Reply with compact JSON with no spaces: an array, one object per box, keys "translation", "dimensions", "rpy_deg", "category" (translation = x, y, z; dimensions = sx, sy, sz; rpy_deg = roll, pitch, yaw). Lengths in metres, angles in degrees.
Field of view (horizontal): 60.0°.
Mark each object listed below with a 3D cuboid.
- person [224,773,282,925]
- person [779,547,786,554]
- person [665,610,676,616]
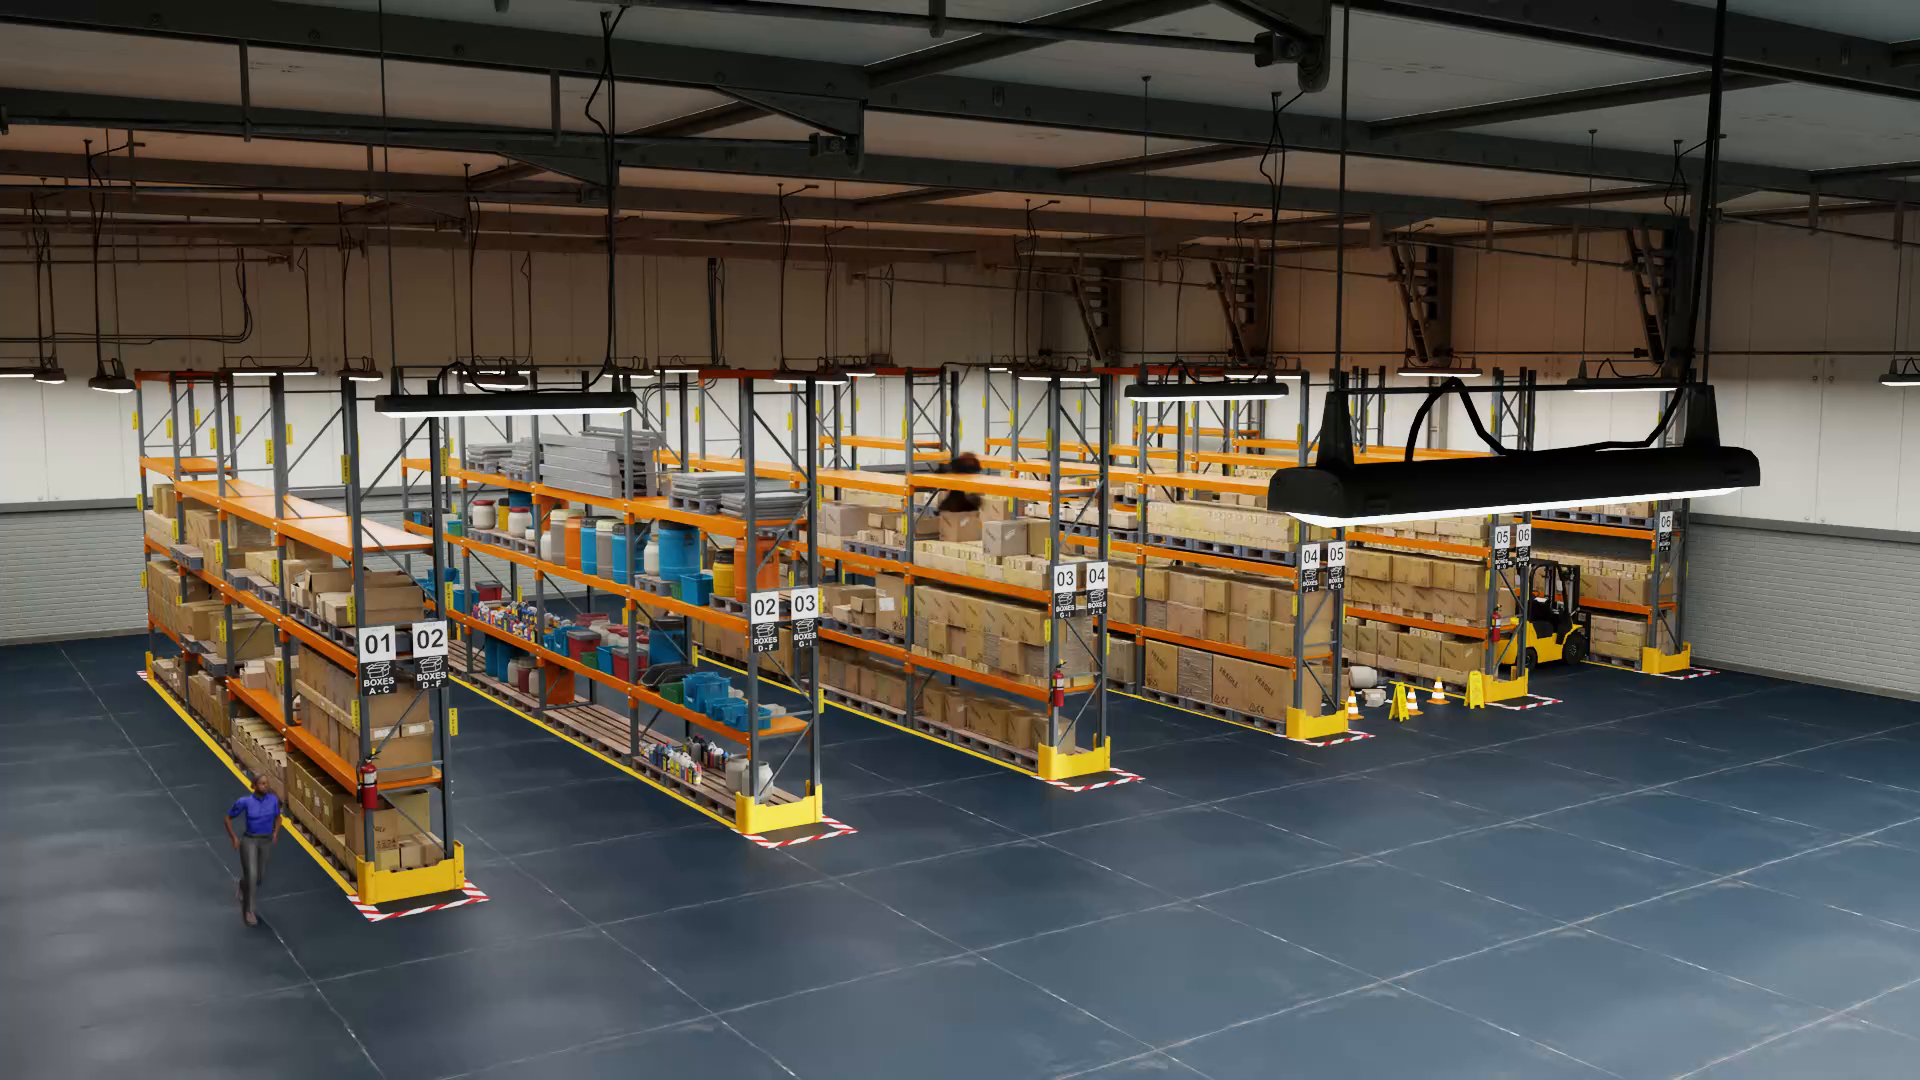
[{"translation":[-7.945,3.435,18.769],"dimensions":[0.615,1.629,0.724],"rpy_deg":[-6,9,-43],"category":"person"},{"translation":[-4.325,0.980,39.819],"dimensions":[0.765,1.736,0.804],"rpy_deg":[0,6,-4],"category":"person"},{"translation":[-5.230,2.076,30.159],"dimensions":[0.568,1.678,0.940],"rpy_deg":[-6,9,-43],"category":"person"}]
